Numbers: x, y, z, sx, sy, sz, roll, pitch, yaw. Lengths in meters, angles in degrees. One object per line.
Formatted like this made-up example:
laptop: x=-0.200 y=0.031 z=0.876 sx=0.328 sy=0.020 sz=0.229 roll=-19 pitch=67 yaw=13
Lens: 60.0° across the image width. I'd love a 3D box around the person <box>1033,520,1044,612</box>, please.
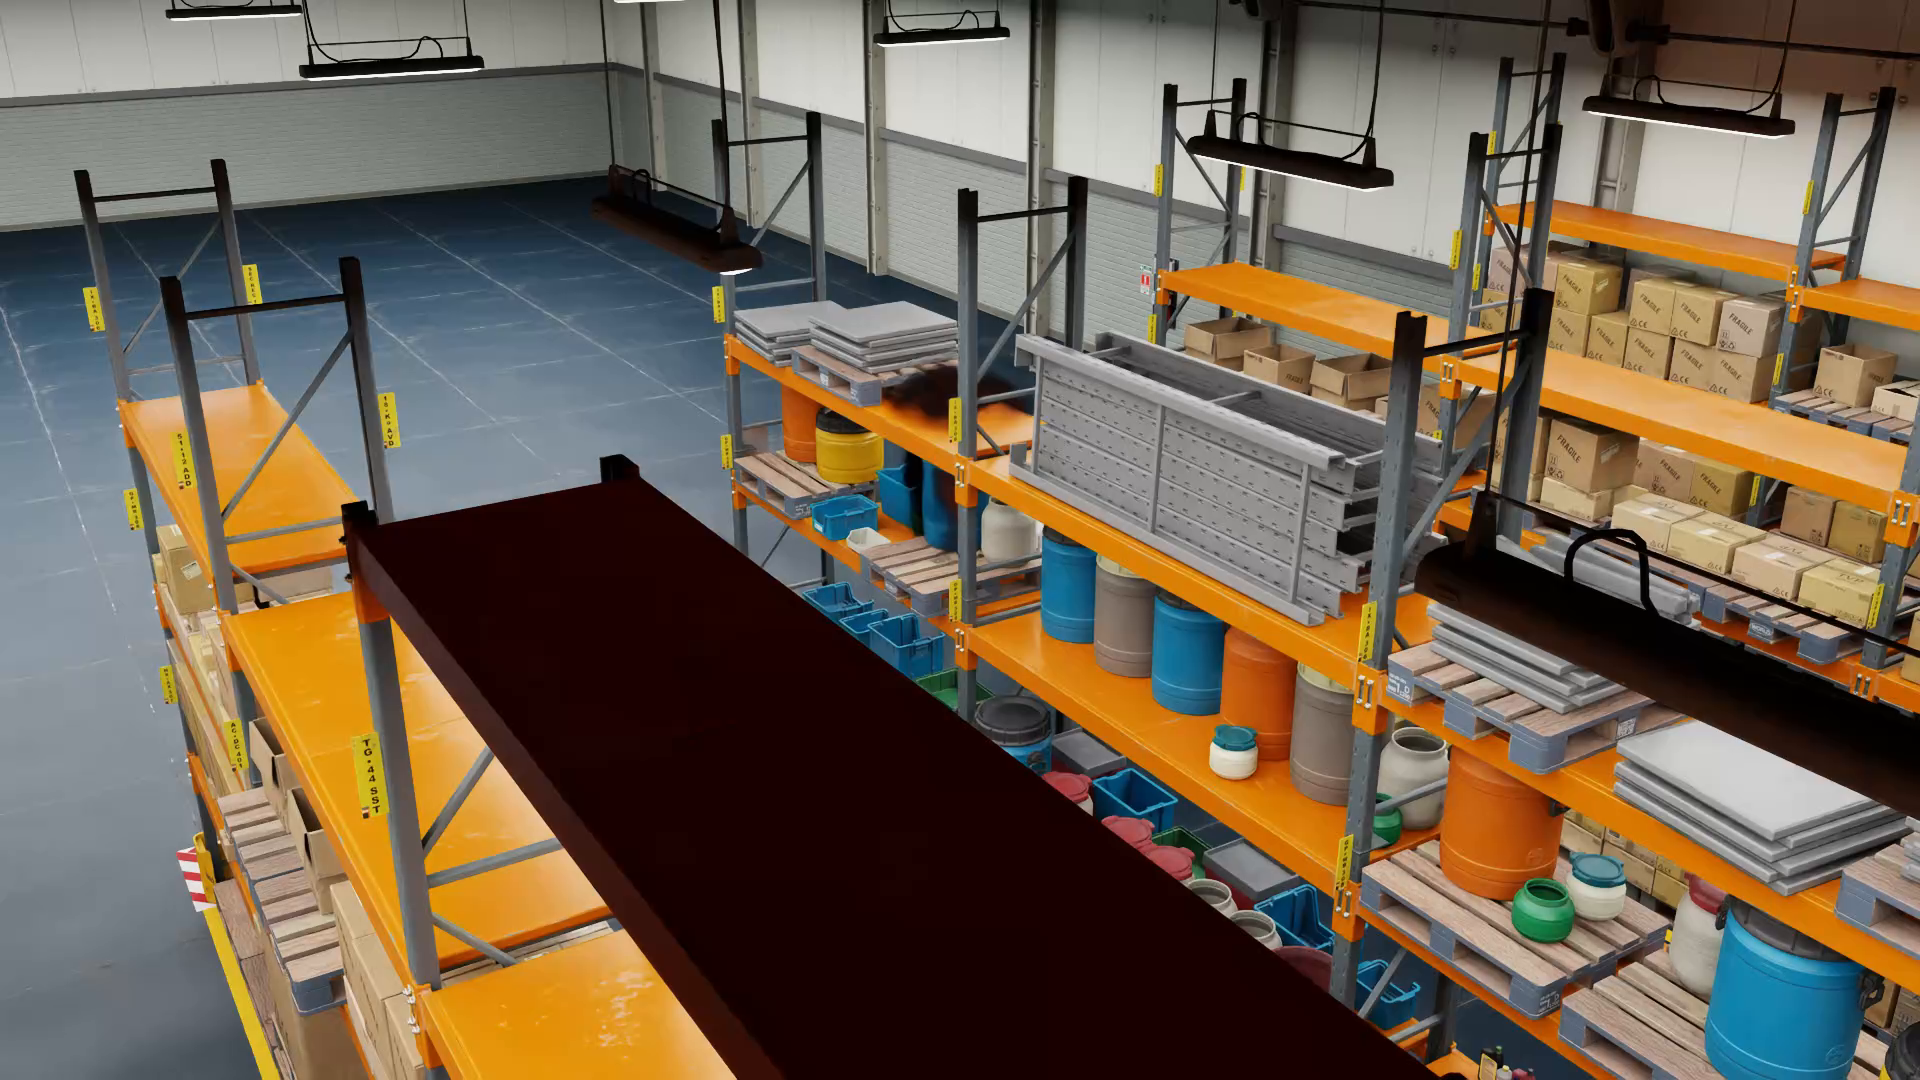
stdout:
person: x=0.962 y=0.246 z=18.563 sx=0.573 sy=1.630 sz=1.011 roll=12 pitch=25 yaw=27
